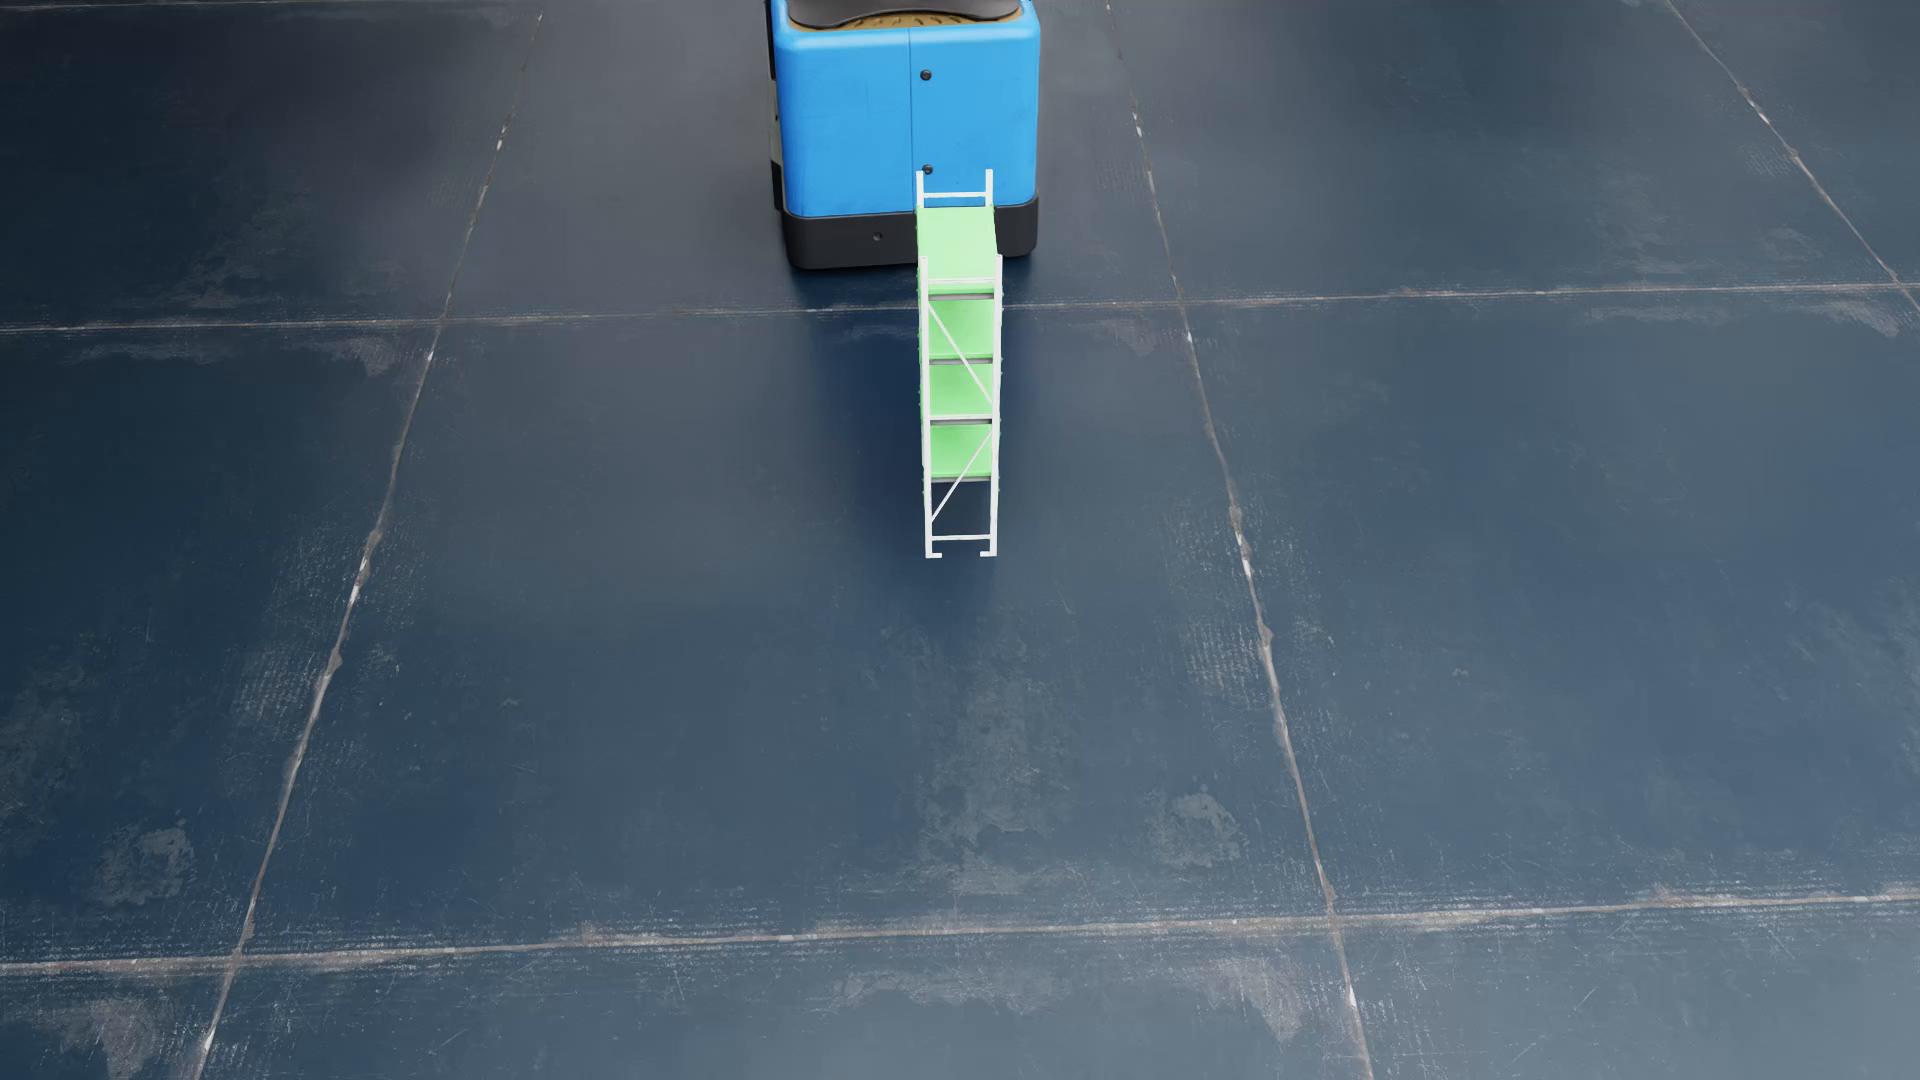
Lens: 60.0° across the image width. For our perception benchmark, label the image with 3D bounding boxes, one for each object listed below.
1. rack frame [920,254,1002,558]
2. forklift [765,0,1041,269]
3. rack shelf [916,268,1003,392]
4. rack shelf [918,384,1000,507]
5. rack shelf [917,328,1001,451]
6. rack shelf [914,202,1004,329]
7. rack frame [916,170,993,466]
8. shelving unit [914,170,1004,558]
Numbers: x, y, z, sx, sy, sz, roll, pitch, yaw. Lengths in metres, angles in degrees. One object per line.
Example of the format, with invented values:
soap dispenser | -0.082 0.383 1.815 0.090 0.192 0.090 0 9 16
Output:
rack frame | 0.003 -0.389 5.287 0.240 1.200 0.015 -2 43 -2
forklift | -0.358 -3.193 7.065 1.130 2.935 3.031 -4 43 -5
rack shelf | -0.007 -0.684 5.347 0.258 0.148 0.480 -2 43 -2
rack shelf | -0.007 -0.330 5.672 0.258 0.148 0.480 -2 43 -2
rack shelf | -0.007 -0.507 5.510 0.258 0.148 0.480 -2 43 -2
rack shelf | -0.007 -0.861 5.185 0.258 0.148 0.480 -2 43 -2
rack frame | -0.017 -0.719 5.646 0.240 1.200 0.015 -2 43 -2
shelving unit | -0.007 -0.554 5.466 0.258 1.200 0.503 -2 43 -2
